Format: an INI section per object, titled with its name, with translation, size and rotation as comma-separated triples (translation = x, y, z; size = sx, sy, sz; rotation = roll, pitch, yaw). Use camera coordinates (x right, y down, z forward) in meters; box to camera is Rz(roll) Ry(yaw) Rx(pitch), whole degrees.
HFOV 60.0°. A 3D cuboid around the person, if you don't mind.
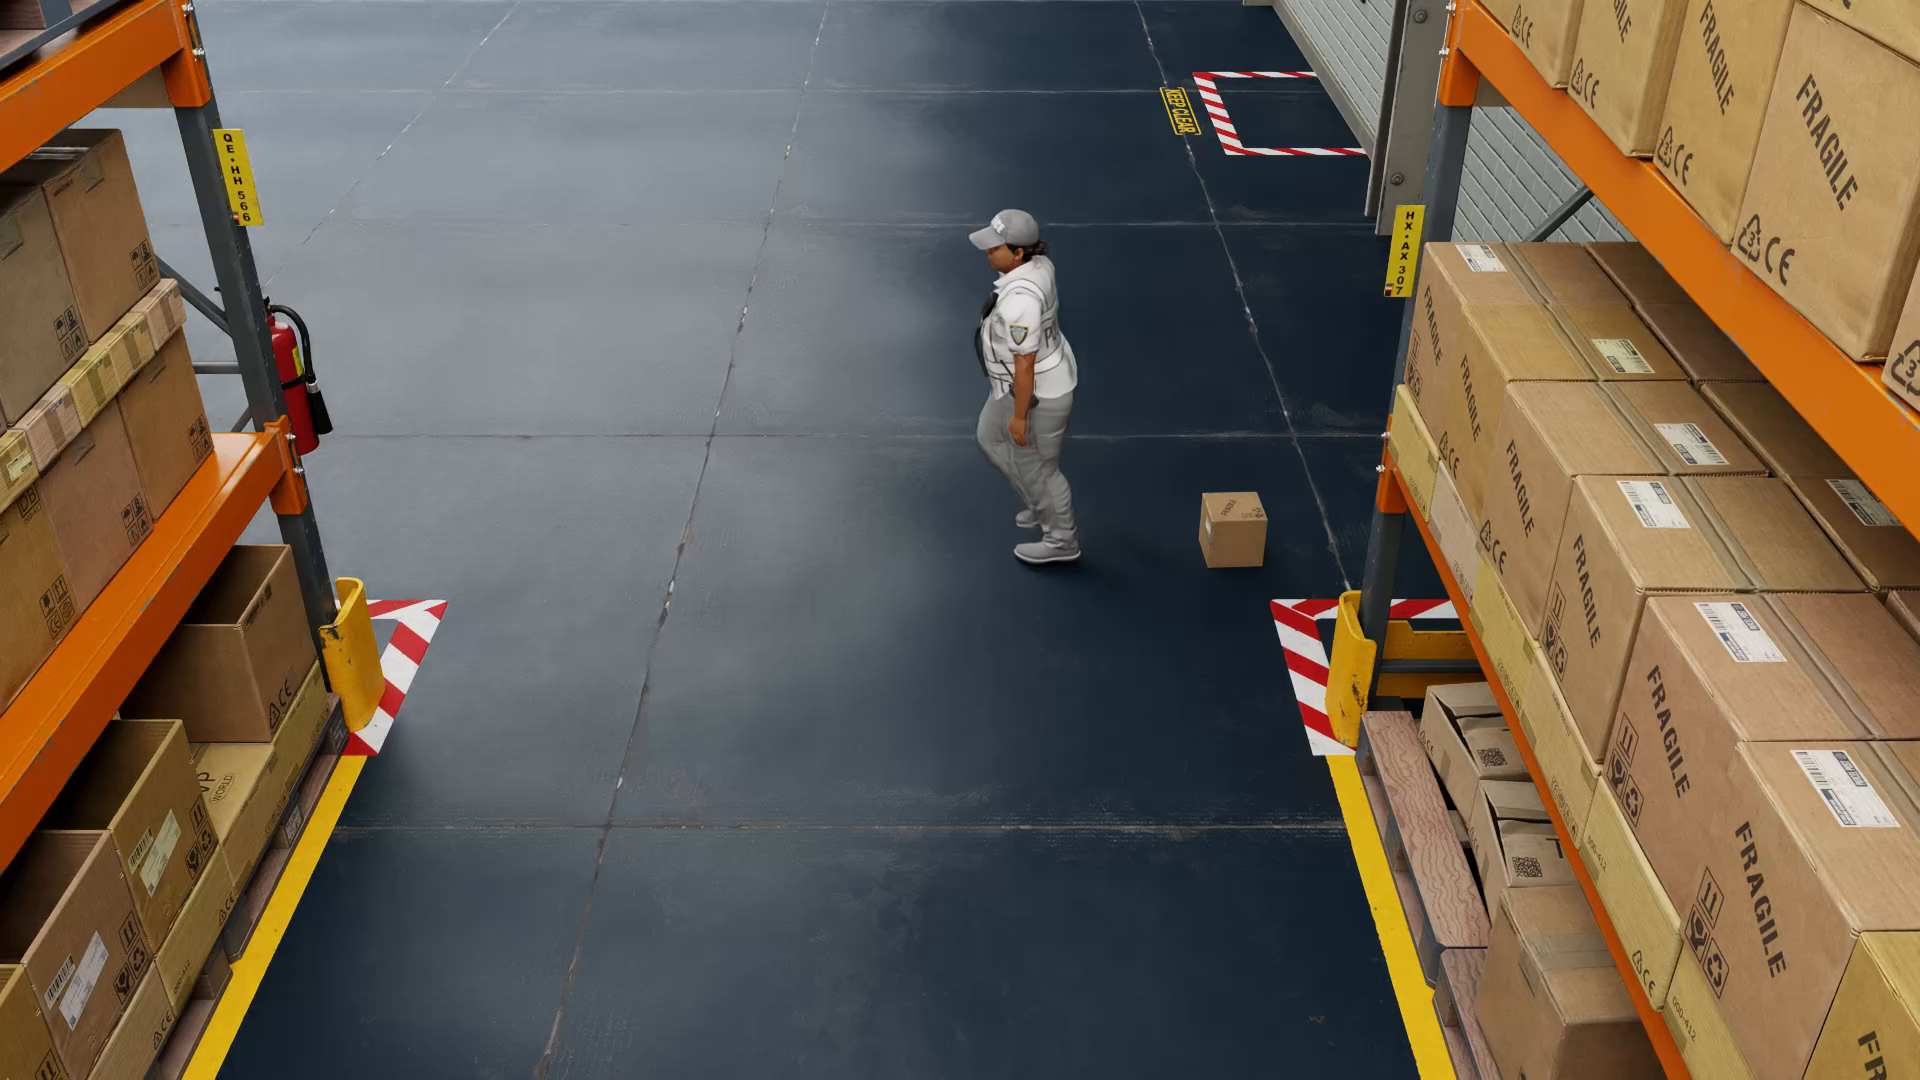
[person]
translation = 0.295, -0.639, 7.141
size = 0.508, 1.647, 0.528
rotation = 3, 32, 4
